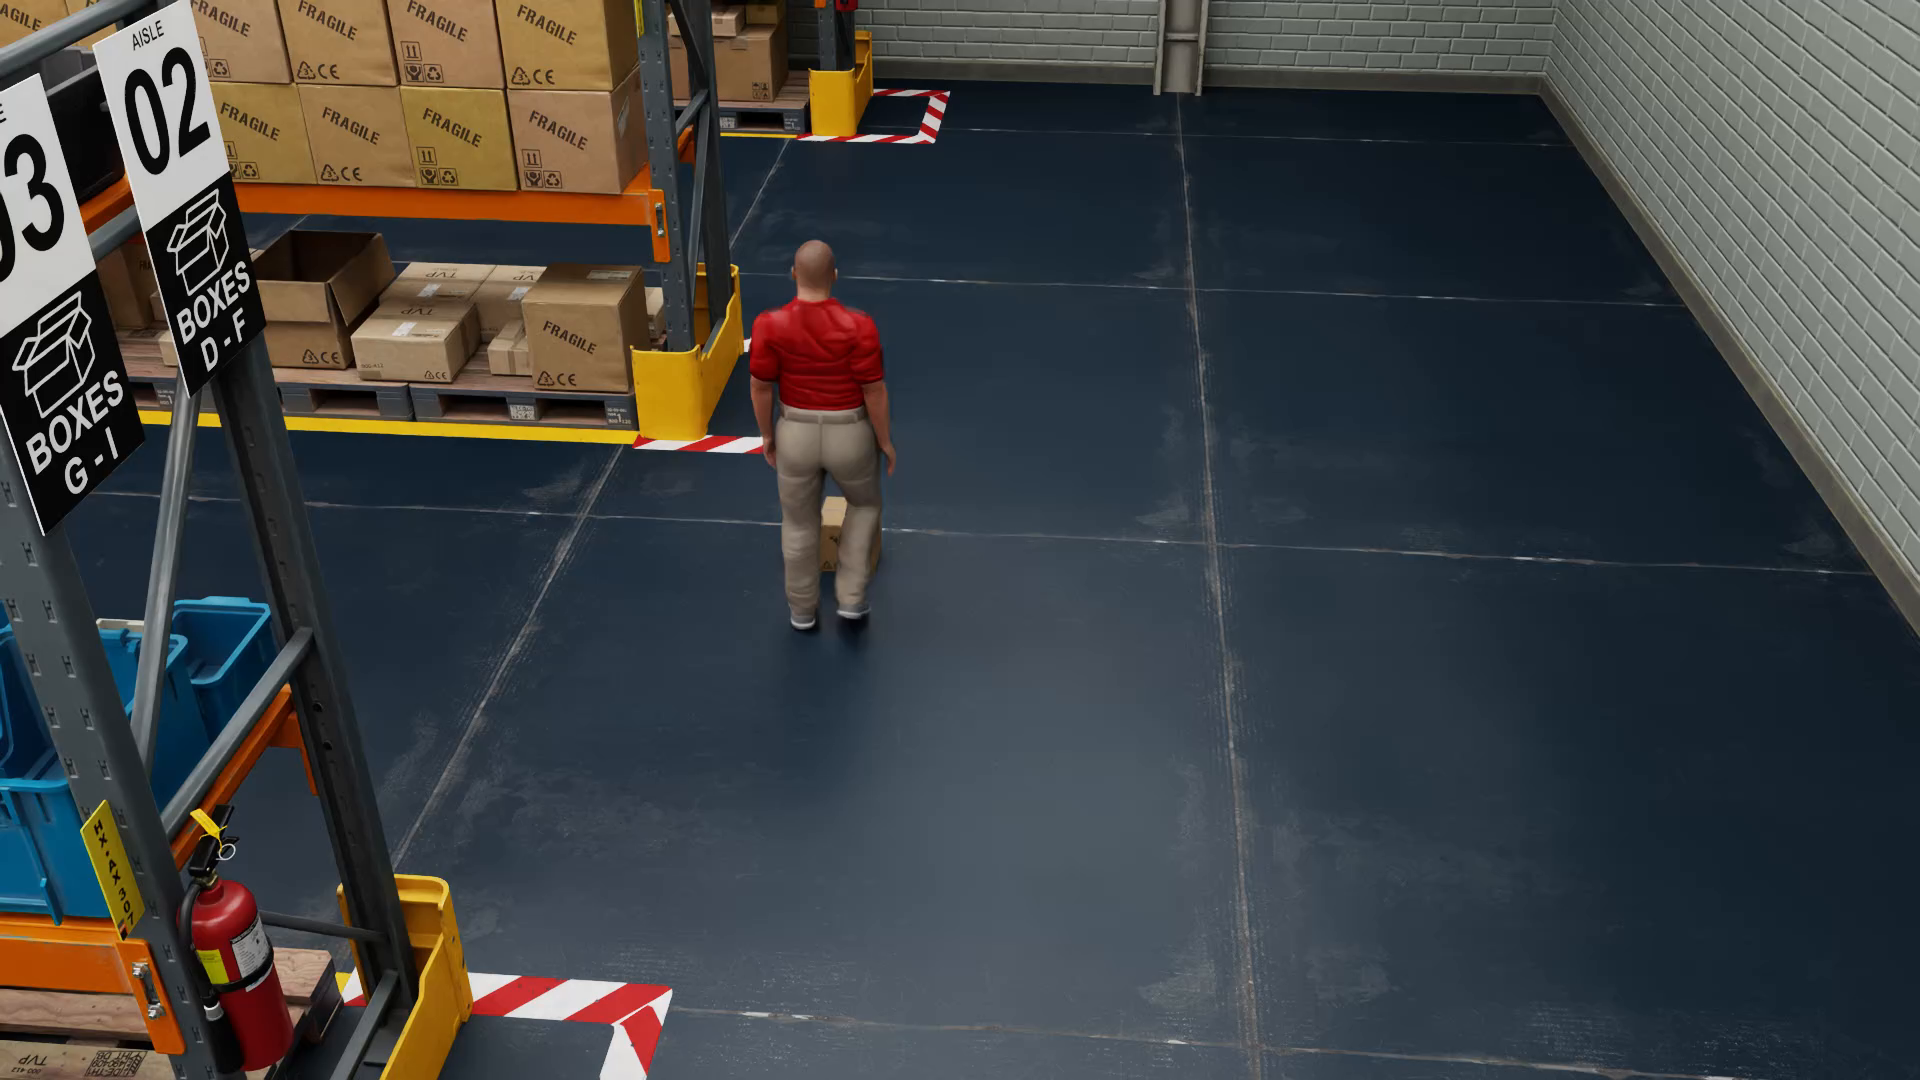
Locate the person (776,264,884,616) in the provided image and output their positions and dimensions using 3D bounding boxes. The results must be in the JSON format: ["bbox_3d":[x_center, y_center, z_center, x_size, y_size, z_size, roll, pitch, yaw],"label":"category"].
[{"bbox_3d":[-0.539,-0.407,6.786,0.425,1.554,0.370,2,32,4],"label":"person"}]
